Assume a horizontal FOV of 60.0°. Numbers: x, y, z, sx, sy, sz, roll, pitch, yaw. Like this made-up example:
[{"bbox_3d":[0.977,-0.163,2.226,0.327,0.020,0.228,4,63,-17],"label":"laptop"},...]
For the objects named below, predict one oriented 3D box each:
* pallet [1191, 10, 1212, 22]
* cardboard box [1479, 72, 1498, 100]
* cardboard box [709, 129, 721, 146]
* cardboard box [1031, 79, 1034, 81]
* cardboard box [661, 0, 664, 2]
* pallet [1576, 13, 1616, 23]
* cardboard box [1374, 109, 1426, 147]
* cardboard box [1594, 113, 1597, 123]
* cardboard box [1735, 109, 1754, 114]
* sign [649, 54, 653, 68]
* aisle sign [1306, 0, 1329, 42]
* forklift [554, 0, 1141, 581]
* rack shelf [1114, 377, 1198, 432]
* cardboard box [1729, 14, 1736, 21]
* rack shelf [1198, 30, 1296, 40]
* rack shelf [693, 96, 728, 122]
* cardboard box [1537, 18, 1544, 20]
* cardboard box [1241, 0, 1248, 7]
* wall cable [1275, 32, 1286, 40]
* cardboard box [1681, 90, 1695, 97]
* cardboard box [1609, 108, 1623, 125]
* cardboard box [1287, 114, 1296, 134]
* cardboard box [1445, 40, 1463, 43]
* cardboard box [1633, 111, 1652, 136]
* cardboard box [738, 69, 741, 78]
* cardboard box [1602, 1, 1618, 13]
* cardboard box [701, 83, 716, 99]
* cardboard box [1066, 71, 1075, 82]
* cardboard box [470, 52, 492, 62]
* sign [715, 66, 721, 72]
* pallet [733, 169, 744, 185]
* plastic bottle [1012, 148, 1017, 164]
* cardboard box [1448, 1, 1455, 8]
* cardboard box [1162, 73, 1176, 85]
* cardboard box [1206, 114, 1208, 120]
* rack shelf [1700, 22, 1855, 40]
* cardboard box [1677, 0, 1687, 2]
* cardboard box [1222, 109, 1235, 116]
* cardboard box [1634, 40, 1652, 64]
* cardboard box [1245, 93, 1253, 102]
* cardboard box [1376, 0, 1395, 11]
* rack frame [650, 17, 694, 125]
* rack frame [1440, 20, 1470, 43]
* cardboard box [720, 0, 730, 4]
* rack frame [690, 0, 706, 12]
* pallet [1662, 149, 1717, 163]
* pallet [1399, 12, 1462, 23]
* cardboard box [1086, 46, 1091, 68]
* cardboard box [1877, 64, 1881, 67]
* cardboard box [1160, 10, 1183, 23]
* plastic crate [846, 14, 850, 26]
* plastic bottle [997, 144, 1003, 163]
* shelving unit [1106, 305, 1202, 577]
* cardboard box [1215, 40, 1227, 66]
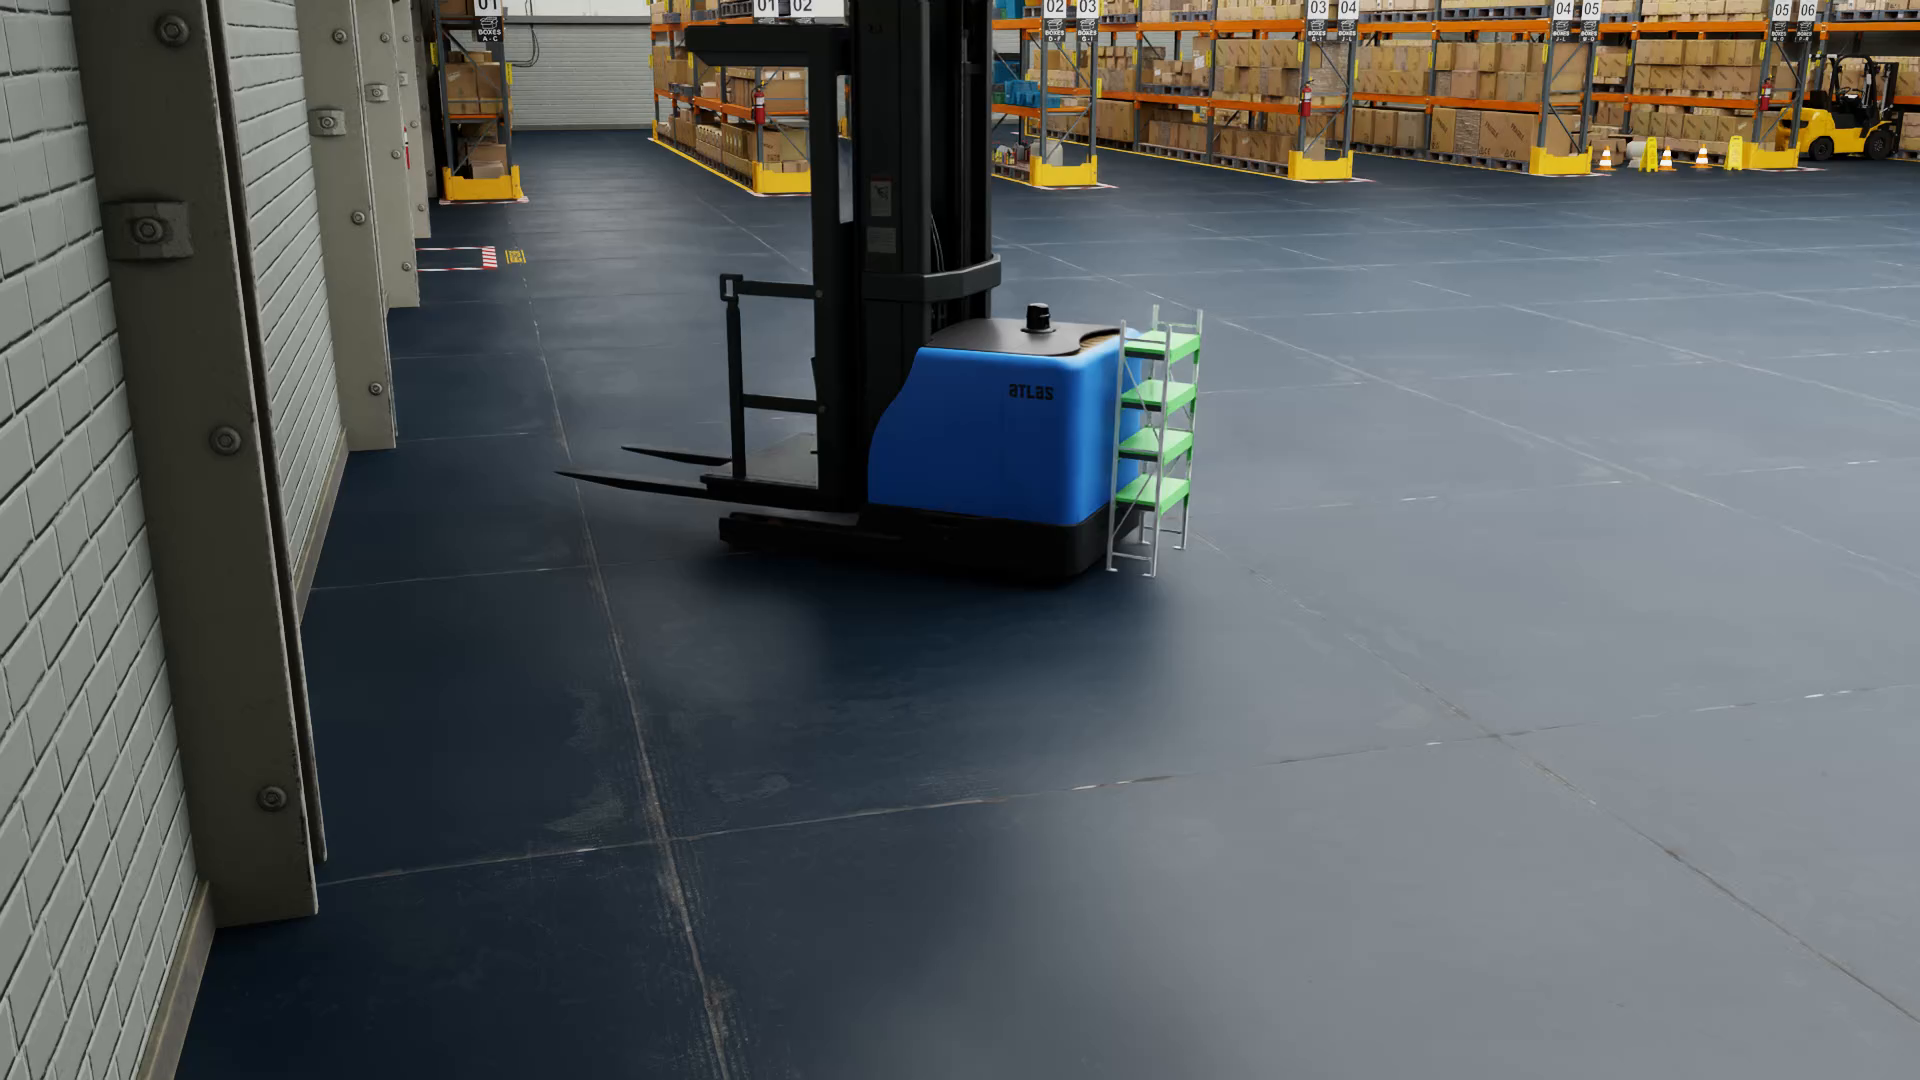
[{"bbox_3d":[5.479,-10.711,34.009,1.213,0.211,1.003,-5,17,-15],"label":"pallet"},{"bbox_3d":[10.906,-9.073,33.181,0.875,0.550,0.500,-5,17,-15],"label":"cardboard box"},{"bbox_3d":[-4.651,-7.927,32.703,0.500,0.311,0.500,-5,17,-15],"label":"cardboard box"},{"bbox_3d":[2.100,-12.189,44.254,0.380,0.149,0.250,-5,17,-16],"label":"cardboard box"},{"bbox_3d":[-6.777,-13.125,39.805,0.700,0.500,0.500,-5,17,-15],"label":"cardboard box"},{"bbox_3d":[14.719,-11.781,37.572,1.213,0.211,1.003,-5,17,-15],"label":"pallet"},{"bbox_3d":[9.824,-9.105,36.730,1.050,0.750,0.750,-5,17,-15],"label":"cardboard box"},{"bbox_3d":[17.693,-11.690,46.099,0.500,0.311,0.500,-4,17,-13],"label":"cardboard box"},{"bbox_3d":[19.092,-10.179,40.523,0.875,0.625,0.625,-4,17,-13],"label":"cardboard box"},{"bbox_3d":[-7.800,-12.094,41.996,0.100,0.325,0.005,-5,17,-15],"label":"sign"},{"bbox_3d":[6.374,-9.283,29.624,0.394,0.787,0.004,-5,17,-15],"label":"aisle sign"},{"bbox_3d":[-0.652,-1.471,8.255,3.031,2.935,1.130,7,18,22],"label":"forklift"},{"bbox_3d":[0.933,-0.647,7.893,0.258,0.148,0.480,9,19,23],"label":"rack shelf"},{"bbox_3d":[15.661,-10.473,33.327,0.380,0.149,0.250,-5,17,-15],"label":"cardboard box"},{"bbox_3d":[7.594,-13.408,43.910,1.077,0.370,4.000,-5,17,-15],"label":"rack shelf"},{"bbox_3d":[-4.530,-8.612,33.159,1.077,0.370,4.000,-5,17,-15],"label":"rack shelf"},{"bbox_3d":[13.898,-12.291,39.379,0.380,0.149,0.250,-5,17,-15],"label":"cardboard box"},{"bbox_3d":[5.630,-10.337,32.004,0.380,0.149,0.250,-5,17,-16],"label":"cardboard box"},{"bbox_3d":[10.204,-15.348,52.512,0.585,1.953,0.123,-5,17,-15],"label":"wall cable"},{"bbox_3d":[15.291,-9.314,34.682,0.380,0.149,0.250,-5,17,-15],"label":"cardboard box"},{"bbox_3d":[17.720,-11.281,44.409,0.500,0.500,0.500,-5,17,-16],"label":"cardboard box"},{"bbox_3d":[8.396,-10.251,40.980,0.500,0.500,0.500,-4,17,-14],"label":"cardboard box"},{"bbox_3d":[13.038,-13.127,43.900,0.380,0.149,0.250,-5,17,-16],"label":"cardboard box"},{"bbox_3d":[14.977,-9.028,36.039,0.500,0.500,0.500,-4,17,-13],"label":"cardboard box"},{"bbox_3d":[-3.734,-8.316,29.622,0.380,0.149,0.250,-5,17,-17],"label":"cardboard box"},{"bbox_3d":[14.640,-11.825,36.922,0.500,0.250,0.500,-4,17,-15],"label":"cardboard box"},{"bbox_3d":[-5.020,-9.204,34.035,0.500,0.311,0.500,-5,17,-16],"label":"cardboard box"},{"bbox_3d":[2.974,-11.570,41.501,0.500,0.250,0.500,-5,17,-16],"label":"cardboard box"},{"bbox_3d":[-9.726,-9.830,33.934,0.500,0.250,0.500,-4,17,-14],"label":"cardboard box"},{"bbox_3d":[-4.499,-8.874,30.907,0.100,0.325,0.005,-5,17,-15],"label":"sign"},{"bbox_3d":[-3.463,-6.507,29.746,1.003,0.211,1.213,-5,17,-15],"label":"pallet"},{"bbox_3d":[1.016,-7.151,31.002,0.061,0.283,0.133,-5,17,-15],"label":"plastic bottle"},{"bbox_3d":[10.189,-10.916,33.897,0.380,0.149,0.250,-5,17,-15],"label":"cardboard box"},{"bbox_3d":[4.686,-9.939,35.858,0.500,0.250,0.500,-5,17,-17],"label":"cardboard box"},{"bbox_3d":[6.963,-11.602,45.570,0.380,0.149,0.250,-5,17,-16],"label":"cardboard box"},{"bbox_3d":[19.296,-12.008,39.249,1.077,0.370,4.000,-5,17,-15],"label":"rack shelf"},{"bbox_3d":[15.174,-11.271,34.598,0.380,0.149,0.250,-5,18,-17],"label":"cardboard box"},{"bbox_3d":[7.243,-11.455,44.566,0.380,0.149,0.250,-4,17,-14],"label":"cardboard box"},{"bbox_3d":[14.987,-10.499,35.762,0.700,0.500,0.500,-5,17,-16],"label":"cardboard box"},{"bbox_3d":[5.741,-8.568,32.199,0.380,0.149,0.250,-5,17,-15],"label":"cardboard box"},{"bbox_3d":[9.510,-11.801,36.561,0.500,0.311,0.500,-5,17,-16],"label":"cardboard box"},{"bbox_3d":[-7.278,-11.723,42.264,1.000,3.000,0.127,-5,17,-15],"label":"rack frame"},{"bbox_3d":[12.876,-12.182,43.793,1.000,3.000,0.127,-5,17,-15],"label":"rack frame"},{"bbox_3d":[-4.095,-9.996,30.154,0.500,0.500,0.500,-3,17,-11],"label":"cardboard box"},{"bbox_3d":[-5.079,-12.383,34.034,1.000,3.000,0.127,-5,17,-15],"label":"rack frame"},{"bbox_3d":[15.632,-8.112,35.092,1.003,0.211,1.213,-5,17,-15],"label":"pallet"},{"bbox_3d":[10.043,-11.144,35.457,0.805,0.209,1.217,-5,18,-17],"label":"pallet"},{"bbox_3d":[3.531,-11.751,40.440,0.797,0.503,0.637,-5,17,-17],"label":"cardboard box"},{"bbox_3d":[20.005,-10.256,36.079,0.380,0.149,0.250,-5,18,-17],"label":"cardboard box"},{"bbox_3d":[4.622,-11.223,35.647,0.500,0.250,0.500,-4,17,-14],"label":"cardboard box"},{"bbox_3d":[-2.676,-13.359,42.723,0.497,0.269,0.590,-5,17,-15],"label":"plastic crate"},{"bbox_3d":[0.775,-7.310,31.414,0.144,0.351,0.185,-5,17,-16],"label":"plastic bottle"},{"bbox_3d":[0.928,-0.479,7.945,0.258,1.200,0.503,9,19,23],"label":"shelving unit"},{"bbox_3d":[5.425,-9.710,33.135,0.500,0.500,0.500,-5,17,-15],"label":"cardboard box"}]
